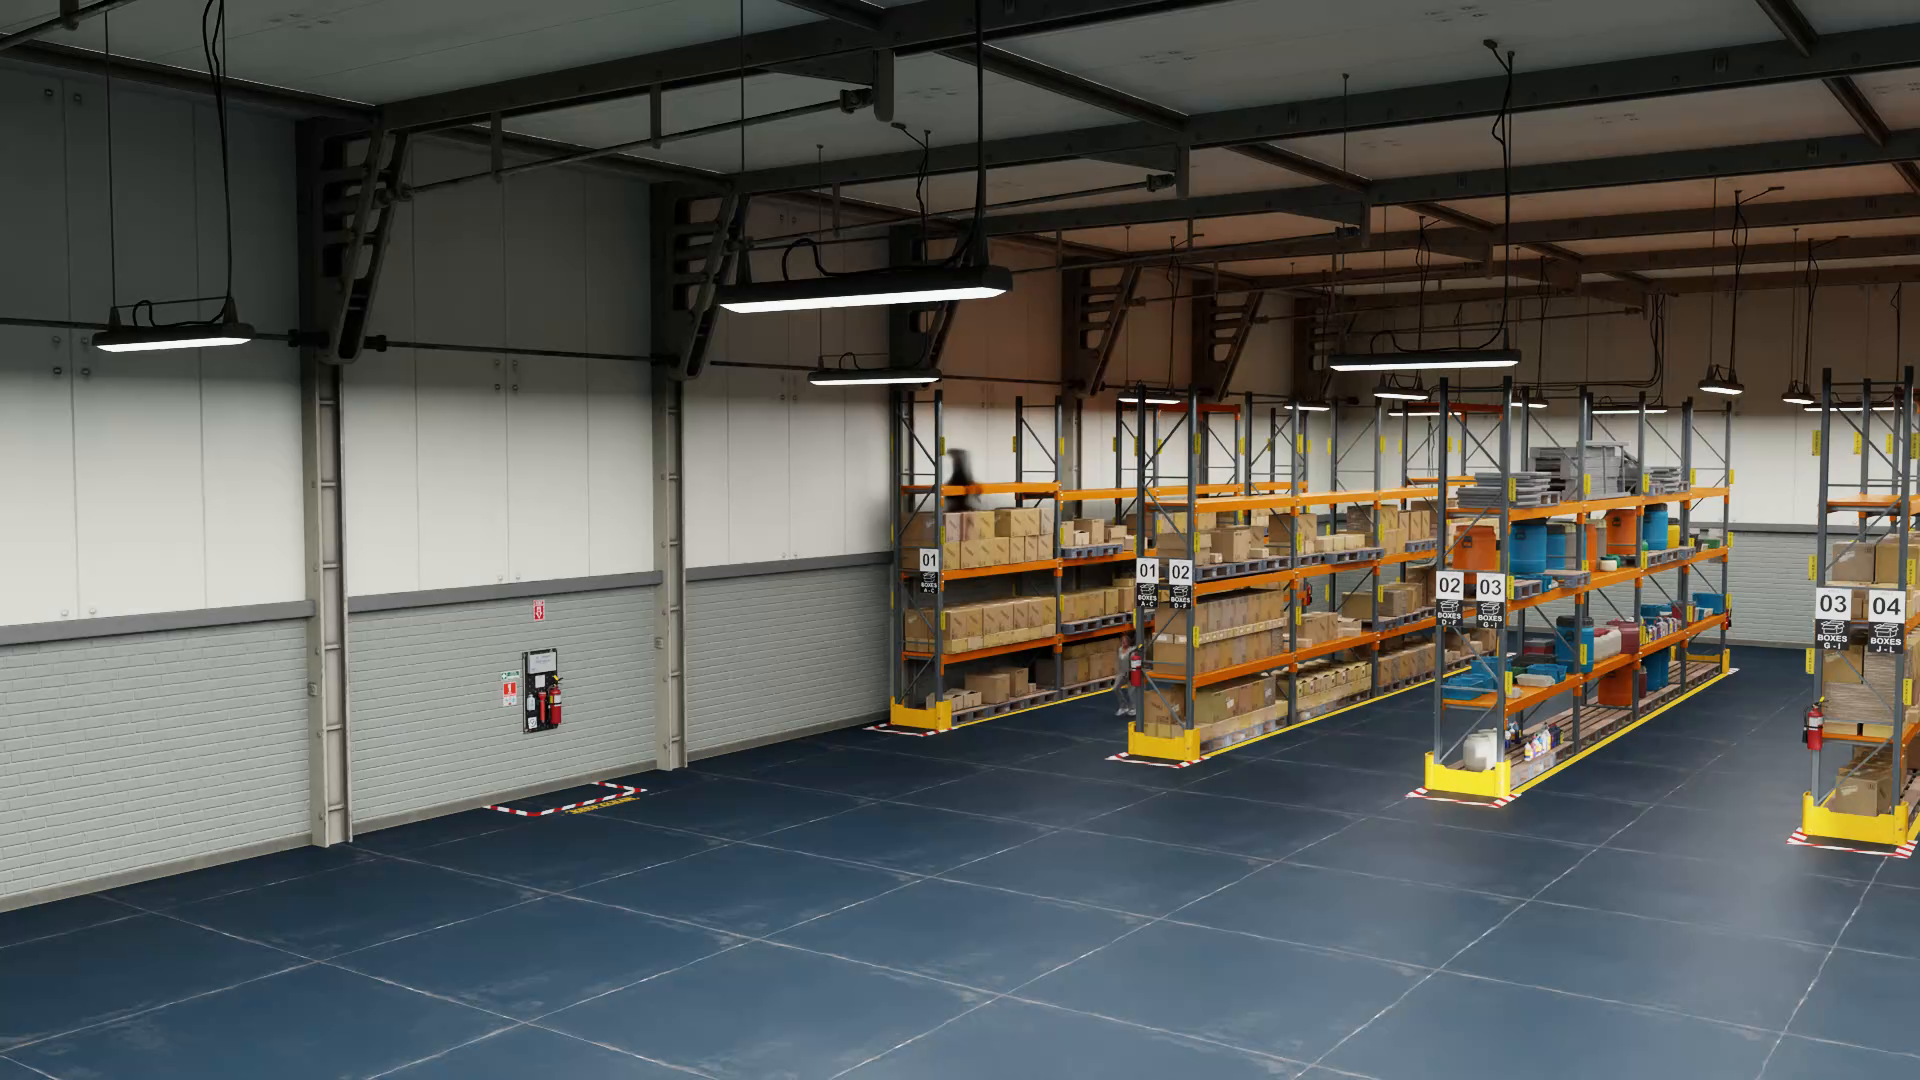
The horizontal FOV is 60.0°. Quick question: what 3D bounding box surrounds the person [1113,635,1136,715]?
[{"bbox_3d":[3.102,2.496,30.636,0.510,1.530,0.732,2,4,37],"label":"person"}]
